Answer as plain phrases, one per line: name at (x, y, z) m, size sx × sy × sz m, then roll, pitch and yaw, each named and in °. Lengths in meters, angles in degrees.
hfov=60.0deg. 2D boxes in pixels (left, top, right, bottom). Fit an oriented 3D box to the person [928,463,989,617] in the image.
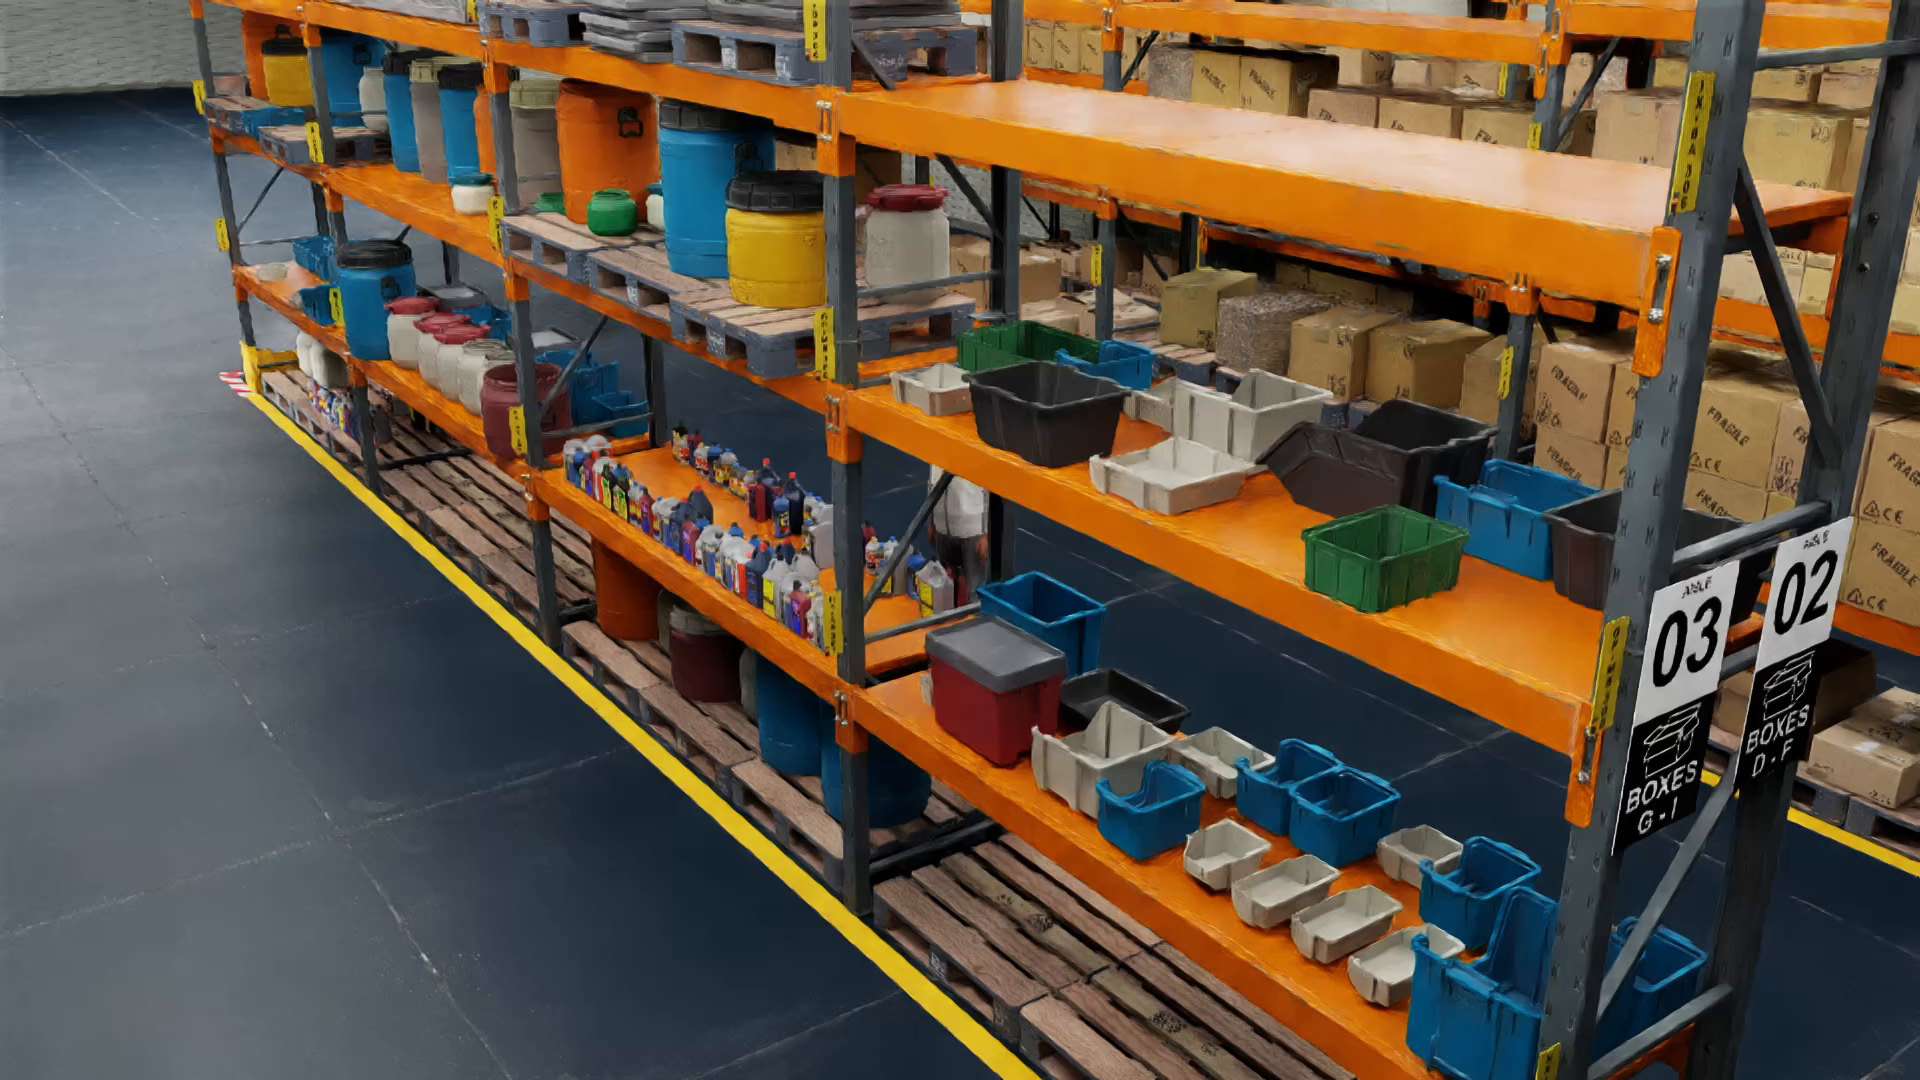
person at (-0.022, -0.060, 11.129) m, size 0.584 × 1.780 × 0.470 m, roll 17°, pitch 27°, yaw 37°
